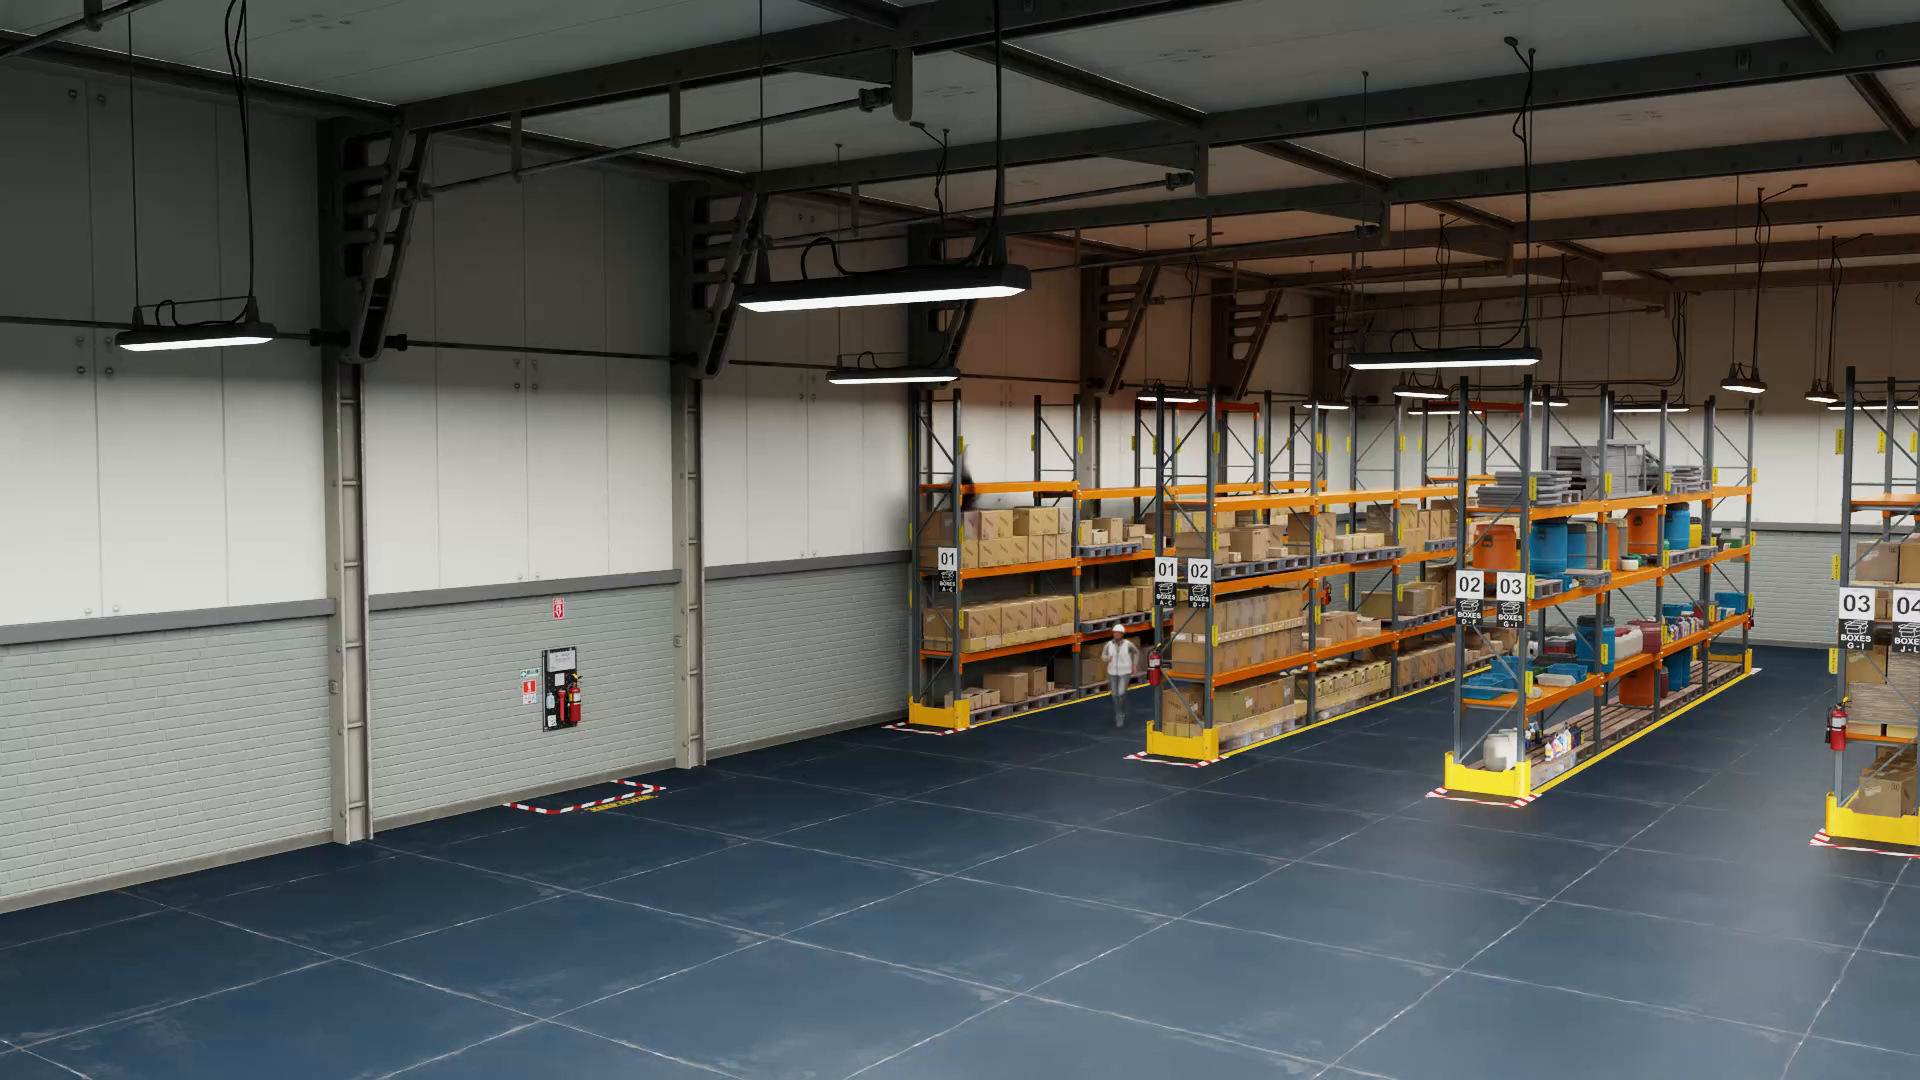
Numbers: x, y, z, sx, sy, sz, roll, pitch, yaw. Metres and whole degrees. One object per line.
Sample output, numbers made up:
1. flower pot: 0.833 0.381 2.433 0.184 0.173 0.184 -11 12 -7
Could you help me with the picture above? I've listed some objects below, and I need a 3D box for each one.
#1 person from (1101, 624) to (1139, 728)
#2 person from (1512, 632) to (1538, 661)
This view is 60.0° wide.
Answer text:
1. person: 2.852 2.420 29.774 0.638 1.832 0.847 1 3 19
2. person: 10.581 2.465 30.896 0.611 1.631 0.979 2 4 28
